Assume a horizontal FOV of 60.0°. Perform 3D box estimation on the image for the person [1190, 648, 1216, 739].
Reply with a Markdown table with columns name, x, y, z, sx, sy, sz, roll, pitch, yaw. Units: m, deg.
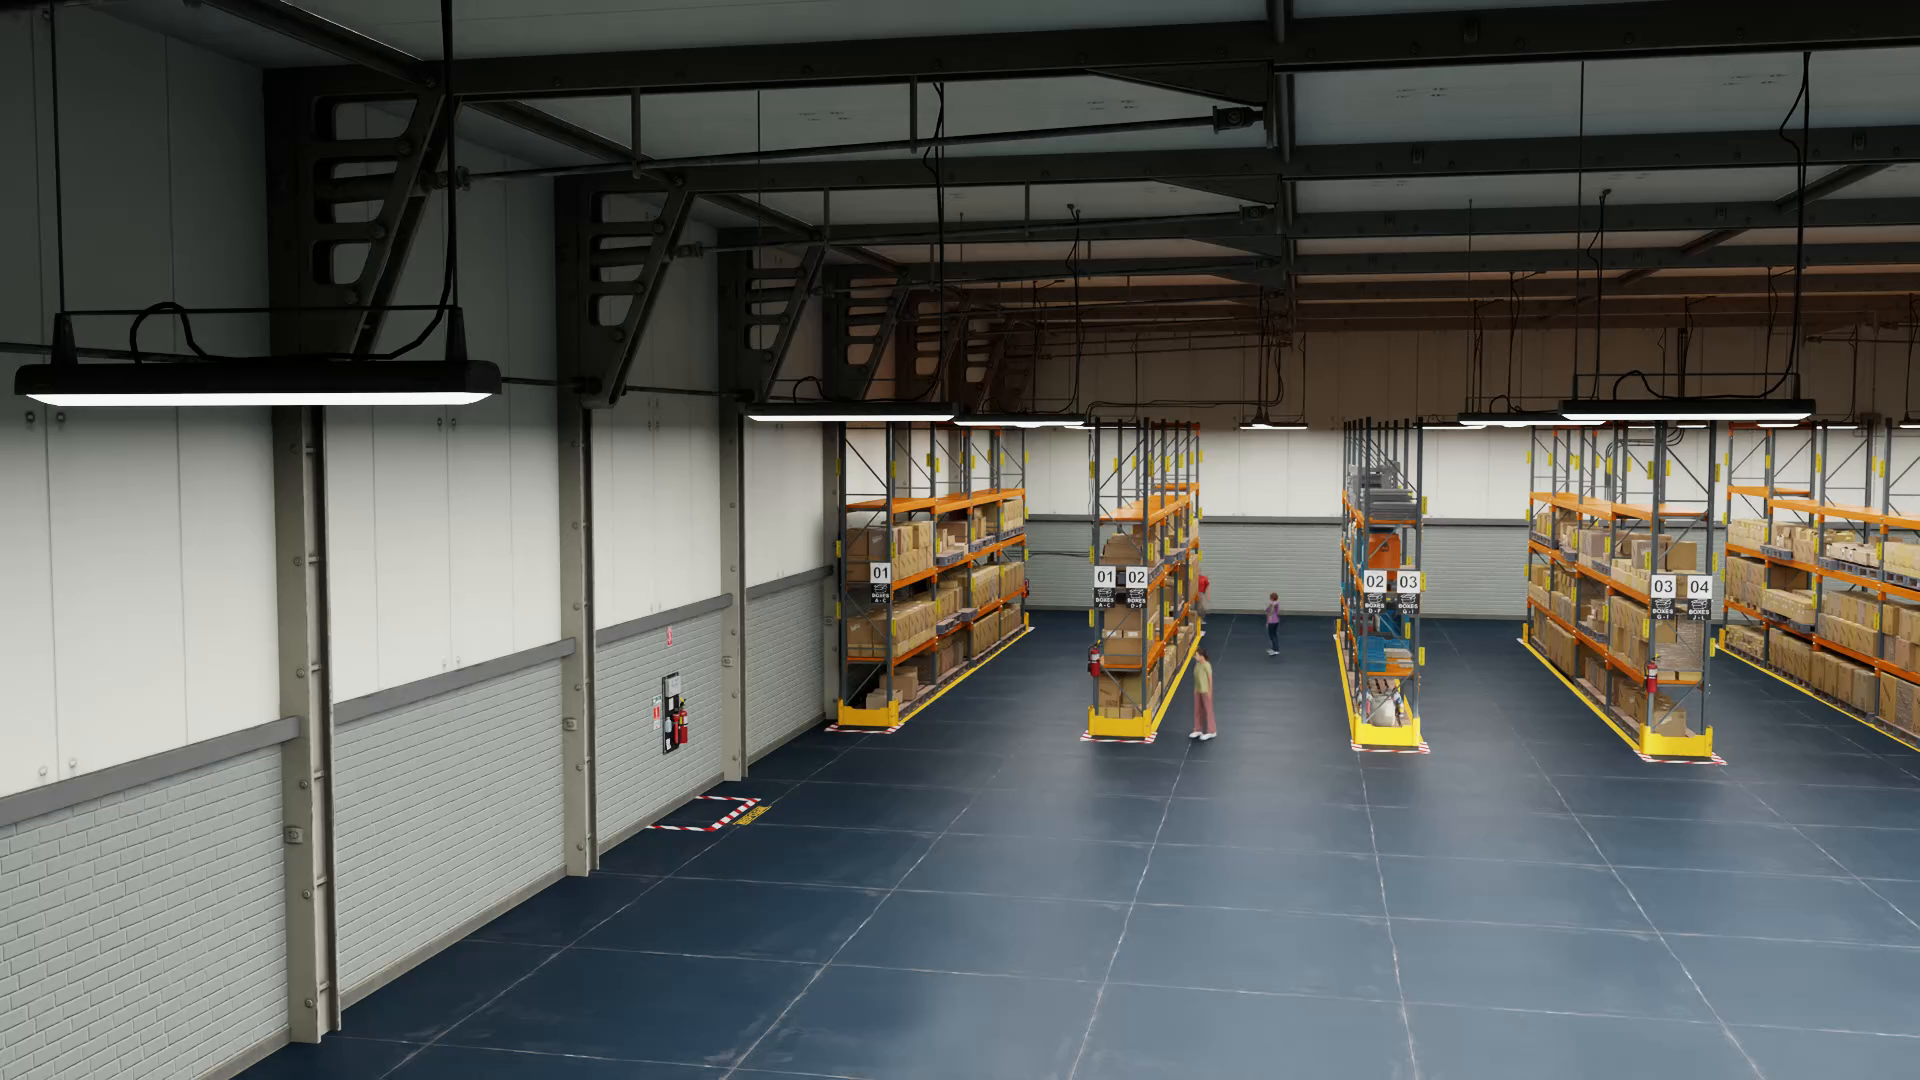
| name | x | y | z | sx | sy | sz | roll | pitch | yaw |
| --- | --- | --- | --- | --- | --- | --- | --- | --- | --- |
| person | 4.520 | 2.854 | 31.148 | 0.447 | 1.688 | 0.476 | -2 | 4 | -29 |

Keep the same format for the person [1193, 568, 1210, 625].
| name | x | y | z | sx | sy | sz | roll | pitch | yaw |
| --- | --- | --- | --- | --- | --- | --- | --- | --- | --- |
| person | 7.055 | 1.682 | 49.099 | 0.620 | 1.731 | 0.477 | 0 | 4 | 0 |

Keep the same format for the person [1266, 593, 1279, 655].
| name | x | y | z | sx | sy | sz | roll | pitch | yaw |
| --- | --- | --- | --- | --- | --- | --- | --- | --- | --- |
| person | 8.045 | 2.143 | 42.774 | 0.398 | 1.601 | 0.430 | 2 | 4 | 23 |
